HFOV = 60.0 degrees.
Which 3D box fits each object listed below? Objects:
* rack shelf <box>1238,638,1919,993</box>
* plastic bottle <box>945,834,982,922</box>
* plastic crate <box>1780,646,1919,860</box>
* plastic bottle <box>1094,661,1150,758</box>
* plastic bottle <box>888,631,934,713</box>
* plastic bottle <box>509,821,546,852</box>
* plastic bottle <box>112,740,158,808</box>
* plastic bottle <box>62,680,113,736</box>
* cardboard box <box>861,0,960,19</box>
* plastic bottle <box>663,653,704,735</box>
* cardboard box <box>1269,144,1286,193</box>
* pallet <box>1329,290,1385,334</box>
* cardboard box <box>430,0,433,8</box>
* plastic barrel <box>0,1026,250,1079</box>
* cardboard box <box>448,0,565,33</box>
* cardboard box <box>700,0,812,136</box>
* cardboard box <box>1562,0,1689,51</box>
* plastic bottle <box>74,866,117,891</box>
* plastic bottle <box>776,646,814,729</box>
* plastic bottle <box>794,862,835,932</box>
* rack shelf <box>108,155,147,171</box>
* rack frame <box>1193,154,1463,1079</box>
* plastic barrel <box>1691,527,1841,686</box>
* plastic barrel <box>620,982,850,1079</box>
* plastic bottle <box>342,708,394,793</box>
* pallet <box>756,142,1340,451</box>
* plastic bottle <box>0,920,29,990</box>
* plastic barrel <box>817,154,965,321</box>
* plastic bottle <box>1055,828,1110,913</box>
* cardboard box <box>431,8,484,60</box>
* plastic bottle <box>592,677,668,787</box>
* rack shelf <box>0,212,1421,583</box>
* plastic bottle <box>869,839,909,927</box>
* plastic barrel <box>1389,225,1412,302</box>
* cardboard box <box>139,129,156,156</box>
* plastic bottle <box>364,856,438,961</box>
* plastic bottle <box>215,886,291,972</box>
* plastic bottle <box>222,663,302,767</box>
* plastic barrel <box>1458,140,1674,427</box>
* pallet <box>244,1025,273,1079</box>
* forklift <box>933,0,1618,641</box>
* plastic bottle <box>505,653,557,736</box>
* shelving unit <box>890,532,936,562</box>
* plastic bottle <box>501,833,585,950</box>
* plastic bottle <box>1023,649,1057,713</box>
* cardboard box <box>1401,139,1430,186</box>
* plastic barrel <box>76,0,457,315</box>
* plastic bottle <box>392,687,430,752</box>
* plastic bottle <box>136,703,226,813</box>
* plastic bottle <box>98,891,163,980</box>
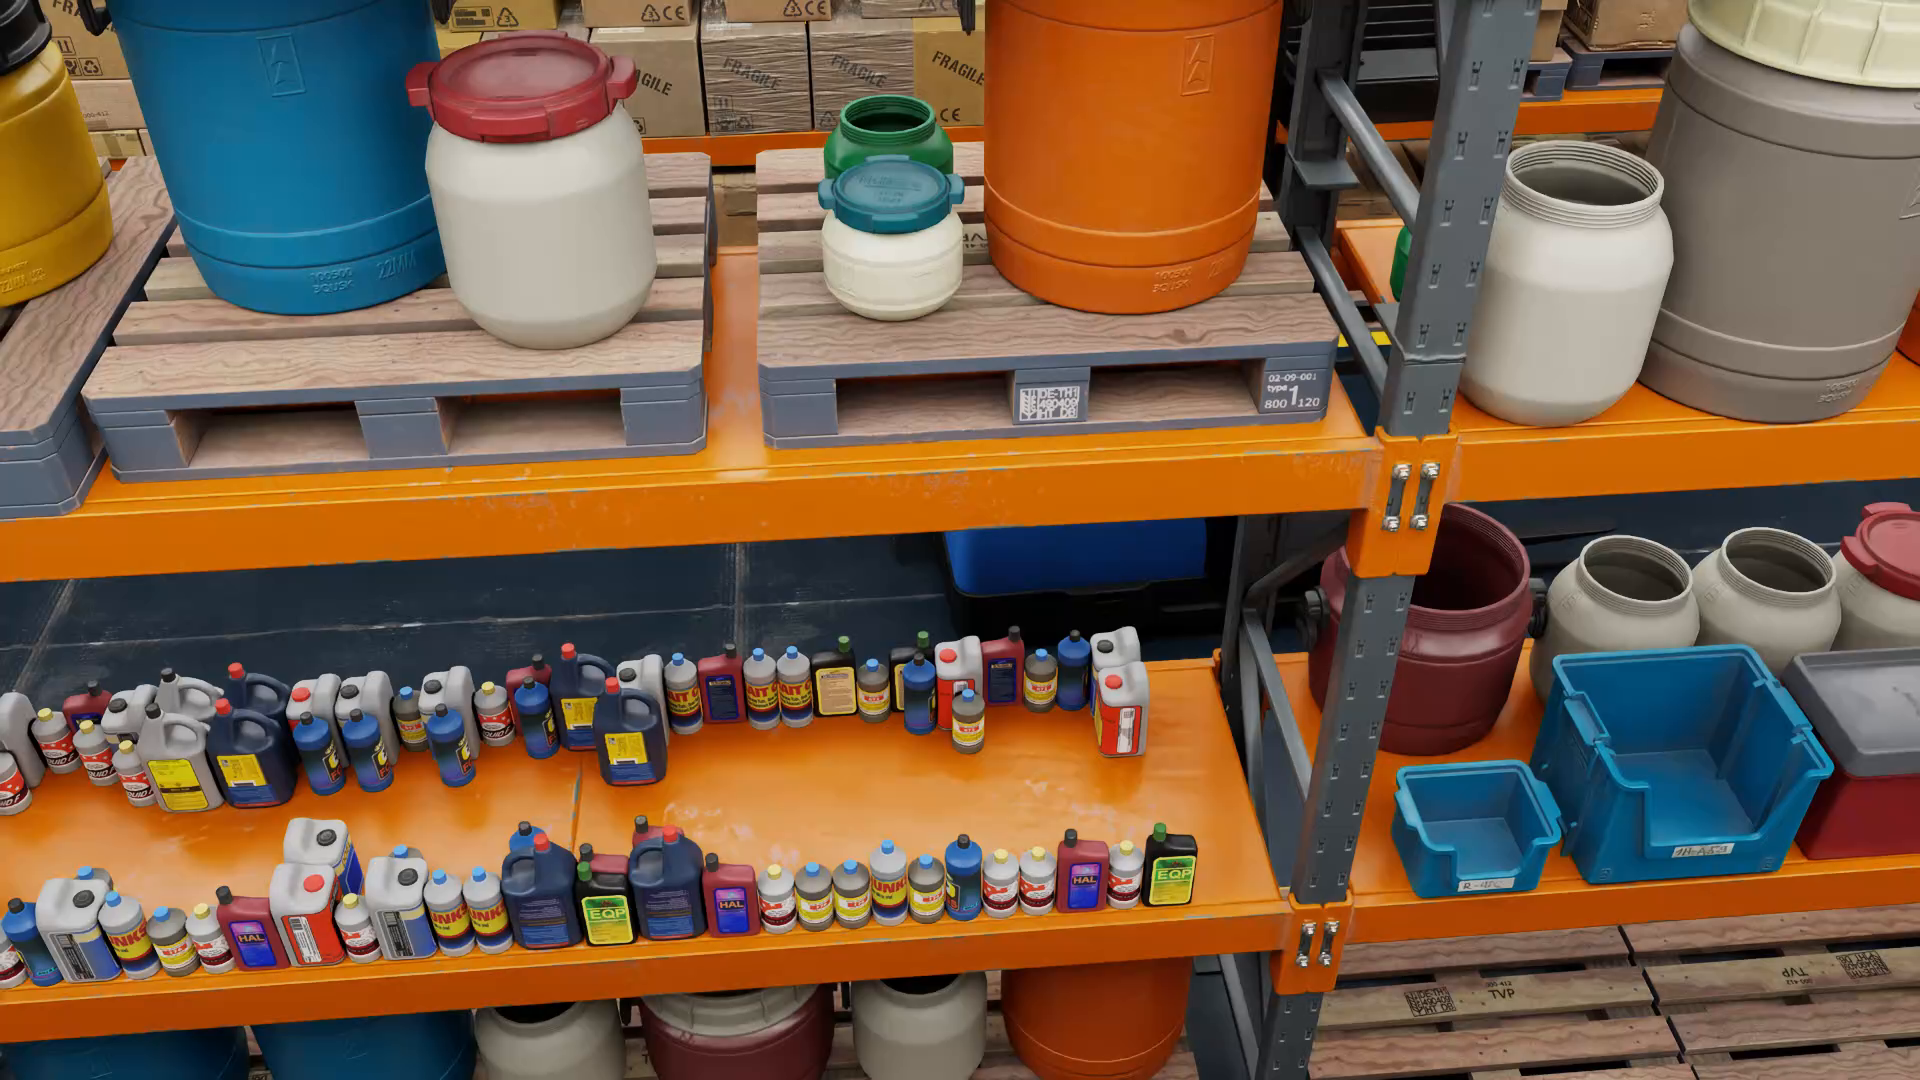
[{"bbox_3d":[2.907,0.687,5.039,4.000,0.370,1.077,-3,38,-4],"label":"rack shelf"},{"bbox_3d":[0.009,0.868,4.332,0.097,0.271,0.097,0,38,0],"label":"plastic bottle"},{"bbox_3d":[2.551,0.589,4.530,0.583,0.464,0.402,-3,38,-4],"label":"plastic crate"},{"bbox_3d":[0.468,0.481,4.819,0.135,0.276,0.152,-3,38,-4],"label":"plastic bottle"},{"bbox_3d":[-0.143,0.389,4.930,0.133,0.283,0.061,-3,38,-4],"label":"plastic bottle"},{"bbox_3d":[-1.122,0.841,4.366,0.097,0.271,0.097,0,38,0],"label":"plastic bottle"},{"bbox_3d":[-2.312,0.646,4.670,0.097,0.201,0.097,0,38,0],"label":"plastic bottle"},{"bbox_3d":[-2.479,0.517,4.767,0.133,0.283,0.061,-3,38,-4],"label":"plastic bottle"},{"bbox_3d":[-0.254,-2.945,8.170,0.637,0.503,0.797,-2,38,-2],"label":"cardboard box"},{"bbox_3d":[-0.813,0.442,4.872,0.097,0.271,0.097,0,38,0],"label":"plastic bottle"},{"bbox_3d":[1.668,-2.118,9.071,0.500,0.250,0.500,1,38,1],"label":"cardboard box"},{"bbox_3d":[2.467,-1.554,9.549,1.213,0.211,1.003,-3,38,-4],"label":"pallet"},{"bbox_3d":[-2.573,-2.579,8.516,0.500,0.500,0.500,-2,38,-3],"label":"cardboard box"},{"bbox_3d":[-2.526,1.373,4.943,0.708,0.901,0.600,-3,38,-4],"label":"plastic barrel"},{"bbox_3d":[-2.188,-2.826,8.020,0.637,0.503,0.797,-3,38,-3],"label":"cardboard box"},{"bbox_3d":[-1.008,-2.347,8.222,0.500,0.500,0.500,-4,38,-5],"label":"cardboard box"},{"bbox_3d":[3.656,-3.204,8.566,1.000,1.000,1.000,-3,38,-4],"label":"cardboard box"},{"bbox_3d":[-2.240,0.925,4.316,0.097,0.201,0.097,0,38,0],"label":"plastic bottle"},{"bbox_3d":[-0.486,0.424,4.895,0.097,0.271,0.097,0,38,0],"label":"plastic bottle"},{"bbox_3d":[-0.379,0.917,4.326,0.097,0.201,0.097,0,38,0],"label":"plastic bottle"},{"bbox_3d":[-5.500,-1.930,8.356,4.000,0.370,1.077,-3,38,-4],"label":"rack shelf"},{"bbox_3d":[0.915,0.514,4.677,0.127,3.000,1.000,-3,38,-4],"label":"rack frame"},{"bbox_3d":[2.340,0.259,4.910,0.421,0.512,0.421,0,38,0],"label":"plastic barrel"},{"bbox_3d":[-0.696,1.395,5.168,0.708,0.588,0.600,-3,38,-4],"label":"plastic barrel"},{"bbox_3d":[-1.676,0.584,4.692,0.097,0.271,0.097,0,38,0],"label":"plastic bottle"},{"bbox_3d":[0.144,-0.608,3.830,1.213,0.211,1.003,-3,38,-4],"label":"pallet"},{"bbox_3d":[-2.420,1.030,4.184,0.097,0.201,0.097,0,38,0],"label":"plastic bottle"},{"bbox_3d":[-0.140,-0.625,3.471,0.301,0.262,0.301,0,38,0],"label":"plastic barrel"},{"bbox_3d":[0.320,0.858,4.335,0.133,0.283,0.061,-3,38,-4],"label":"plastic bottle"},{"bbox_3d":[-2.527,-2.261,8.113,0.500,0.500,0.500,-3,38,-4],"label":"cardboard box"},{"bbox_3d":[-0.938,0.527,4.701,0.185,0.351,0.144,-3,38,-4],"label":"plastic bottle"},{"bbox_3d":[-1.077,-0.271,3.831,4.000,0.370,1.077,-3,38,-4],"label":"rack shelf"},{"bbox_3d":[-0.185,0.879,4.318,0.097,0.271,0.097,0,38,0],"label":"plastic bottle"},{"bbox_3d":[1.156,-0.648,3.853,0.294,0.245,0.294,0,38,0],"label":"plastic barrel"},{"bbox_3d":[-3.783,-2.005,8.072,0.250,0.149,0.380,-3,38,-4],"label":"cardboard box"},{"bbox_3d":[-1.422,0.928,4.252,0.135,0.276,0.152,-3,38,-4],"label":"plastic bottle"},{"bbox_3d":[-1.782,0.974,4.189,0.133,0.283,0.061,-3,38,-4],"label":"plastic bottle"},{"bbox_3d":[-1.999,0.490,4.747,0.185,0.351,0.144,-3,38,-4],"label":"plastic bottle"},{"bbox_3d":[1.251,-0.535,3.495,0.421,0.512,0.421,0,38,0],"label":"plastic barrel"},{"bbox_3d":[-2.297,1.812,5.284,1.213,0.211,1.003,-3,38,-4],"label":"pallet"},{"bbox_3d":[1.412,-1.108,6.788,3.031,2.935,1.130,-5,39,-6],"label":"forklift"},{"bbox_3d":[-1.248,0.450,4.853,0.133,0.283,0.061,-3,38,-4],"label":"plastic bottle"},{"bbox_3d":[-0.221,-0.452,7.354,0.189,1.200,0.258,-5,39,-6],"label":"shelving unit"},{"bbox_3d":[-1.068,0.882,4.250,0.185,0.351,0.144,-3,38,-4],"label":"plastic bottle"},{"bbox_3d":[0.240,0.411,4.968,0.097,0.201,0.097,0,38,0],"label":"plastic bottle"},{"bbox_3d":[2.813,-1.887,9.383,0.500,0.500,0.700,-6,39,-8],"label":"cardboard box"},{"bbox_3d":[-1.383,-0.994,3.423,0.708,0.901,0.600,-3,38,-4],"label":"plastic barrel"},{"bbox_3d":[-1.592,0.512,4.840,0.097,0.201,0.097,0,38,0],"label":"plastic bottle"},{"bbox_3d":[-2.170,0.590,4.621,0.185,0.351,0.144,-3,38,-4],"label":"plastic bottle"},{"bbox_3d":[-2.092,0.984,4.185,0.097,0.271,0.097,0,38,0],"label":"plastic bottle"}]
